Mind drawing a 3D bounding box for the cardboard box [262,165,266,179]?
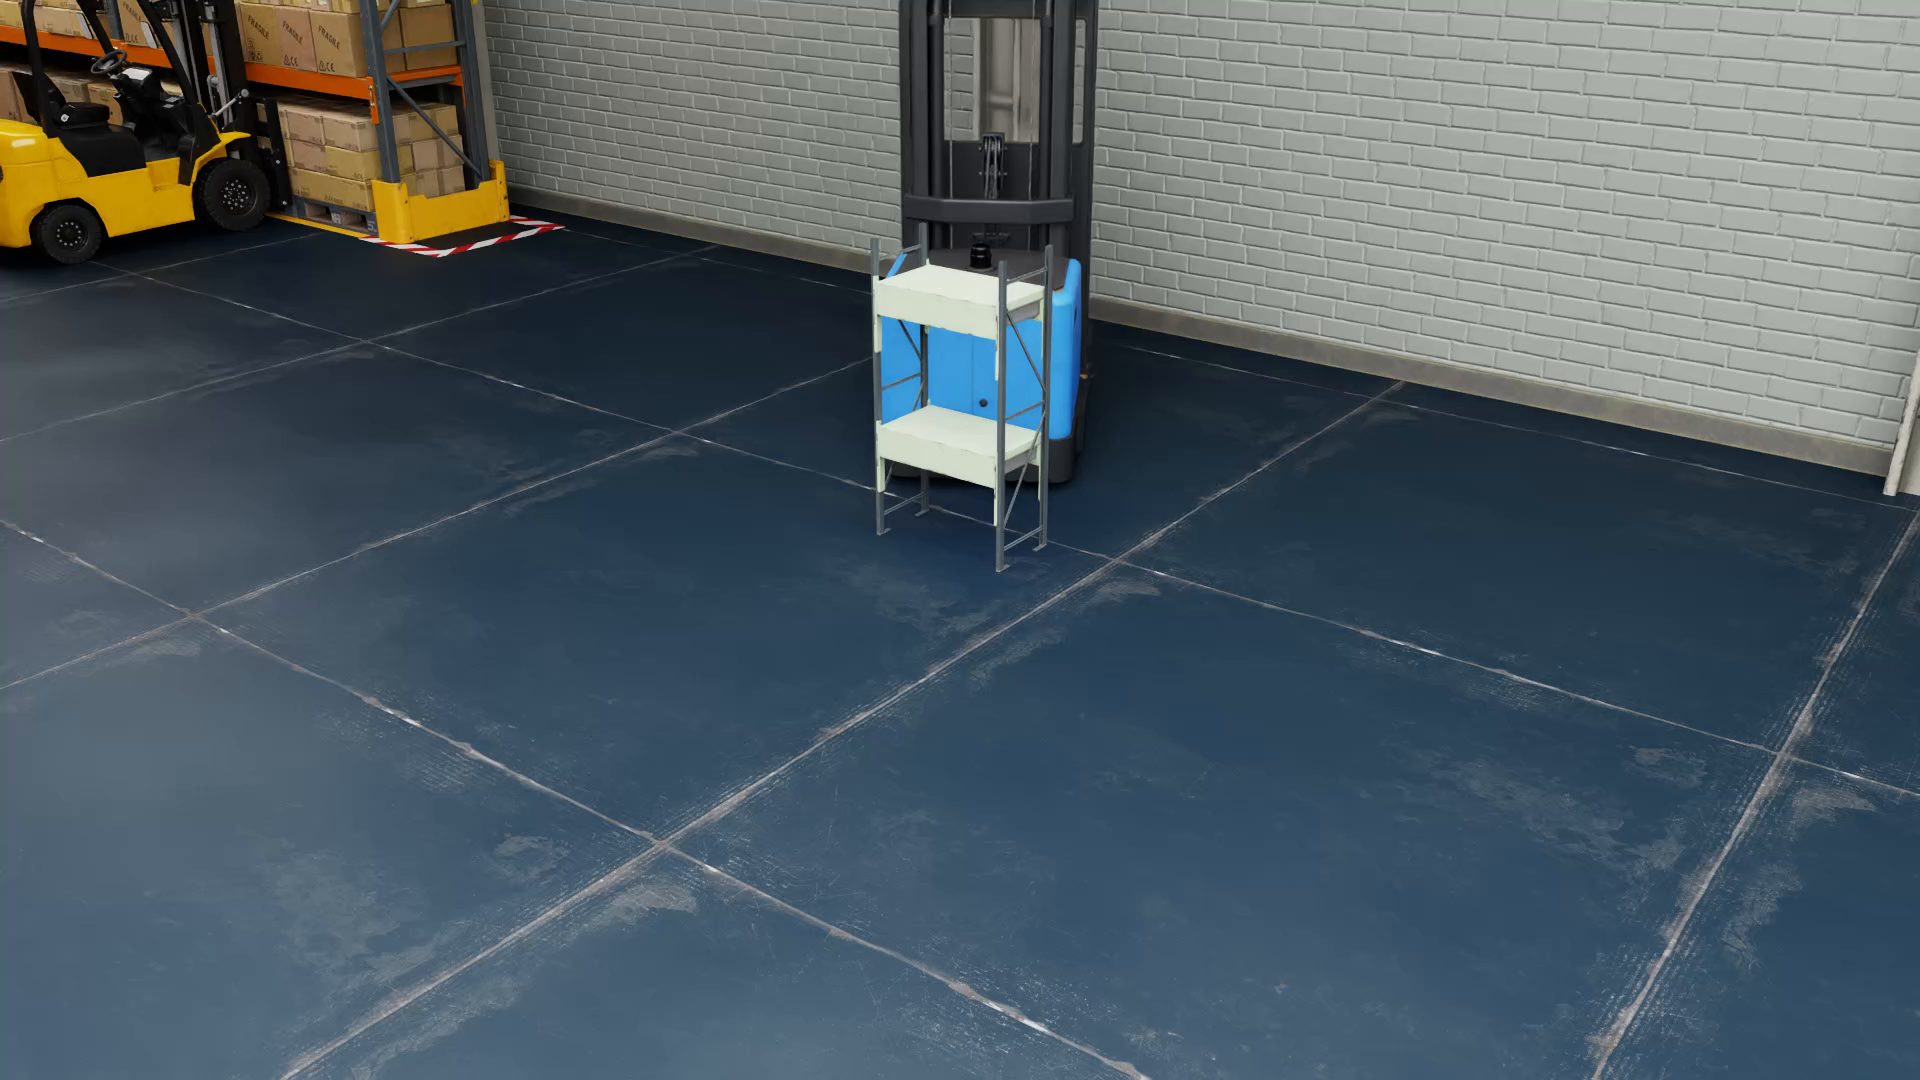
[{"bbox_3d":[-6.230,-3.373,15.075,0.500,0.250,0.500,18,29,35],"label":"cardboard box"}]

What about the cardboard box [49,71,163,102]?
[{"bbox_3d":[-8.690,-4.447,17.048,0.625,0.625,0.875,16,29,33],"label":"cardboard box"}]

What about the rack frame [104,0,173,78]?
[{"bbox_3d":[-7.649,-5.029,15.944,0.127,3.000,1.000,17,29,33],"label":"rack frame"}]

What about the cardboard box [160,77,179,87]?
[{"bbox_3d":[-7.451,-4.203,15.717,0.500,0.250,0.500,16,29,33],"label":"cardboard box"}]

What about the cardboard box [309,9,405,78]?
[{"bbox_3d":[-5.000,-4.142,13.807,0.500,0.500,0.500,16,28,32],"label":"cardboard box"}]

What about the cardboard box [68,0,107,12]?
[{"bbox_3d":[-8.196,-5.226,15.956,0.500,0.250,0.500,16,28,32],"label":"cardboard box"}]

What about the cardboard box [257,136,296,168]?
[{"bbox_3d":[-5.846,-3.484,14.707,0.500,0.250,0.500,16,28,32],"label":"cardboard box"}]

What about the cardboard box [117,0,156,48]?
[{"bbox_3d":[-7.451,-4.884,15.489,0.500,0.500,0.500,16,28,32],"label":"cardboard box"}]

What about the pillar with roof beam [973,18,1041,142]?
[{"bbox_3d":[-2.246,-4.427,7.136,0.400,9.000,9.100,17,29,33],"label":"pillar with roof beam"}]

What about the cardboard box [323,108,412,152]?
[{"bbox_3d":[-5.004,-3.464,14.041,0.500,0.250,0.500,18,29,35],"label":"cardboard box"}]

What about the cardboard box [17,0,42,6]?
[{"bbox_3d":[-9.017,-5.473,16.518,0.500,0.250,0.500,17,29,34],"label":"cardboard box"}]

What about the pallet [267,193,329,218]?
[{"bbox_3d":[-6.058,-3.253,15.370,1.213,0.211,1.003,17,29,33],"label":"pallet"}]

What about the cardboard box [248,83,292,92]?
[{"bbox_3d":[-6.329,-4.120,15.529,0.500,0.250,0.500,17,29,34],"label":"cardboard box"}]

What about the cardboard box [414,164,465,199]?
[{"bbox_3d":[-4.724,-3.178,14.631,0.500,0.250,0.500,17,29,34],"label":"cardboard box"}]

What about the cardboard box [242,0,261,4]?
[{"bbox_3d":[-5.935,-4.700,14.269,0.250,0.149,0.380,17,29,34],"label":"cardboard box"}]

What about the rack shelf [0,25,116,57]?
[{"bbox_3d":[-9.250,-5.184,17.187,4.000,0.370,1.077,17,29,33],"label":"rack shelf"}]

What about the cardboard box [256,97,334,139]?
[{"bbox_3d":[-5.826,-3.705,14.587,0.500,0.250,0.500,17,29,34],"label":"cardboard box"}]

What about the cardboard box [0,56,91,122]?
[{"bbox_3d":[-9.832,-4.791,17.829,0.625,0.625,0.875,18,29,35],"label":"cardboard box"}]

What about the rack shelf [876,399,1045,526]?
[{"bbox_3d":[0.005,-0.386,8.075,0.720,0.370,0.431,17,29,33],"label":"rack shelf"}]

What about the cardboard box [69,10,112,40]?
[{"bbox_3d":[-8.210,-4.998,16.060,0.500,0.250,0.500,18,29,34],"label":"cardboard box"}]

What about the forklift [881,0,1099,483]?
[{"bbox_3d":[0.237,-2.202,9.612,1.130,2.935,3.031,3,24,6],"label":"forklift"}]

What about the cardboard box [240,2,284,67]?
[{"bbox_3d":[-5.820,-4.394,14.379,0.500,0.500,0.500,16,29,32],"label":"cardboard box"}]

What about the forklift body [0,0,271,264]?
[{"bbox_3d":[-7.060,-3.544,13.625,1.214,2.155,2.313,17,29,33],"label":"forklift body"}]

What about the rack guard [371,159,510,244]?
[{"bbox_3d":[-4.430,-2.912,14.240,0.348,0.500,1.175,17,29,33],"label":"rack guard"}]

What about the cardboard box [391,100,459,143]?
[{"bbox_3d":[-4.720,-3.631,14.419,0.500,0.250,0.500,16,29,33],"label":"cardboard box"}]

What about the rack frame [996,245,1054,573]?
[{"bbox_3d":[0.298,-0.596,7.743,0.023,1.500,0.400,17,29,33],"label":"rack frame"}]

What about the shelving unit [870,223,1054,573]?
[{"bbox_3d":[0.005,-0.685,7.944,0.755,1.500,0.431,17,29,33],"label":"shelving unit"}]

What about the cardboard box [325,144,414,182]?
[{"bbox_3d":[-5.026,-3.242,14.156,0.500,0.250,0.500,16,29,33],"label":"cardboard box"}]

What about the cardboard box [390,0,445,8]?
[{"bbox_3d":[-4.565,-4.570,13.974,0.250,0.149,0.380,16,28,32],"label":"cardboard box"}]

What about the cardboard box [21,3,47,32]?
[{"bbox_3d":[-8.994,-5.248,16.626,0.500,0.250,0.500,17,29,34],"label":"cardboard box"}]

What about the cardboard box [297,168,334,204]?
[{"bbox_3d":[-5.406,-3.131,14.525,0.500,0.250,0.500,17,29,33],"label":"cardboard box"}]

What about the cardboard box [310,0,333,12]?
[{"bbox_3d":[-5.117,-4.450,13.702,0.250,0.149,0.380,17,29,34],"label":"cardboard box"}]

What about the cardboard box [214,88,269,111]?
[{"bbox_3d":[-6.642,-3.959,15.164,0.500,0.250,0.500,18,29,35],"label":"cardboard box"}]

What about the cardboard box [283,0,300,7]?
[{"bbox_3d":[-5.479,-4.596,14.033,0.250,0.149,0.380,17,29,33],"label":"cardboard box"}]

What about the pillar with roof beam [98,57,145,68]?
[{"bbox_3d":[-11.848,-7.328,13.722,0.400,9.000,9.100,17,29,33],"label":"pillar with roof beam"}]

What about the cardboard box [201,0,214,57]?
[{"bbox_3d":[-6.618,-4.641,14.939,0.500,0.500,0.500,16,29,33],"label":"cardboard box"}]

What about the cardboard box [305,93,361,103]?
[{"bbox_3d":[-5.516,-3.875,14.973,0.500,0.250,0.500,17,29,33],"label":"cardboard box"}]
